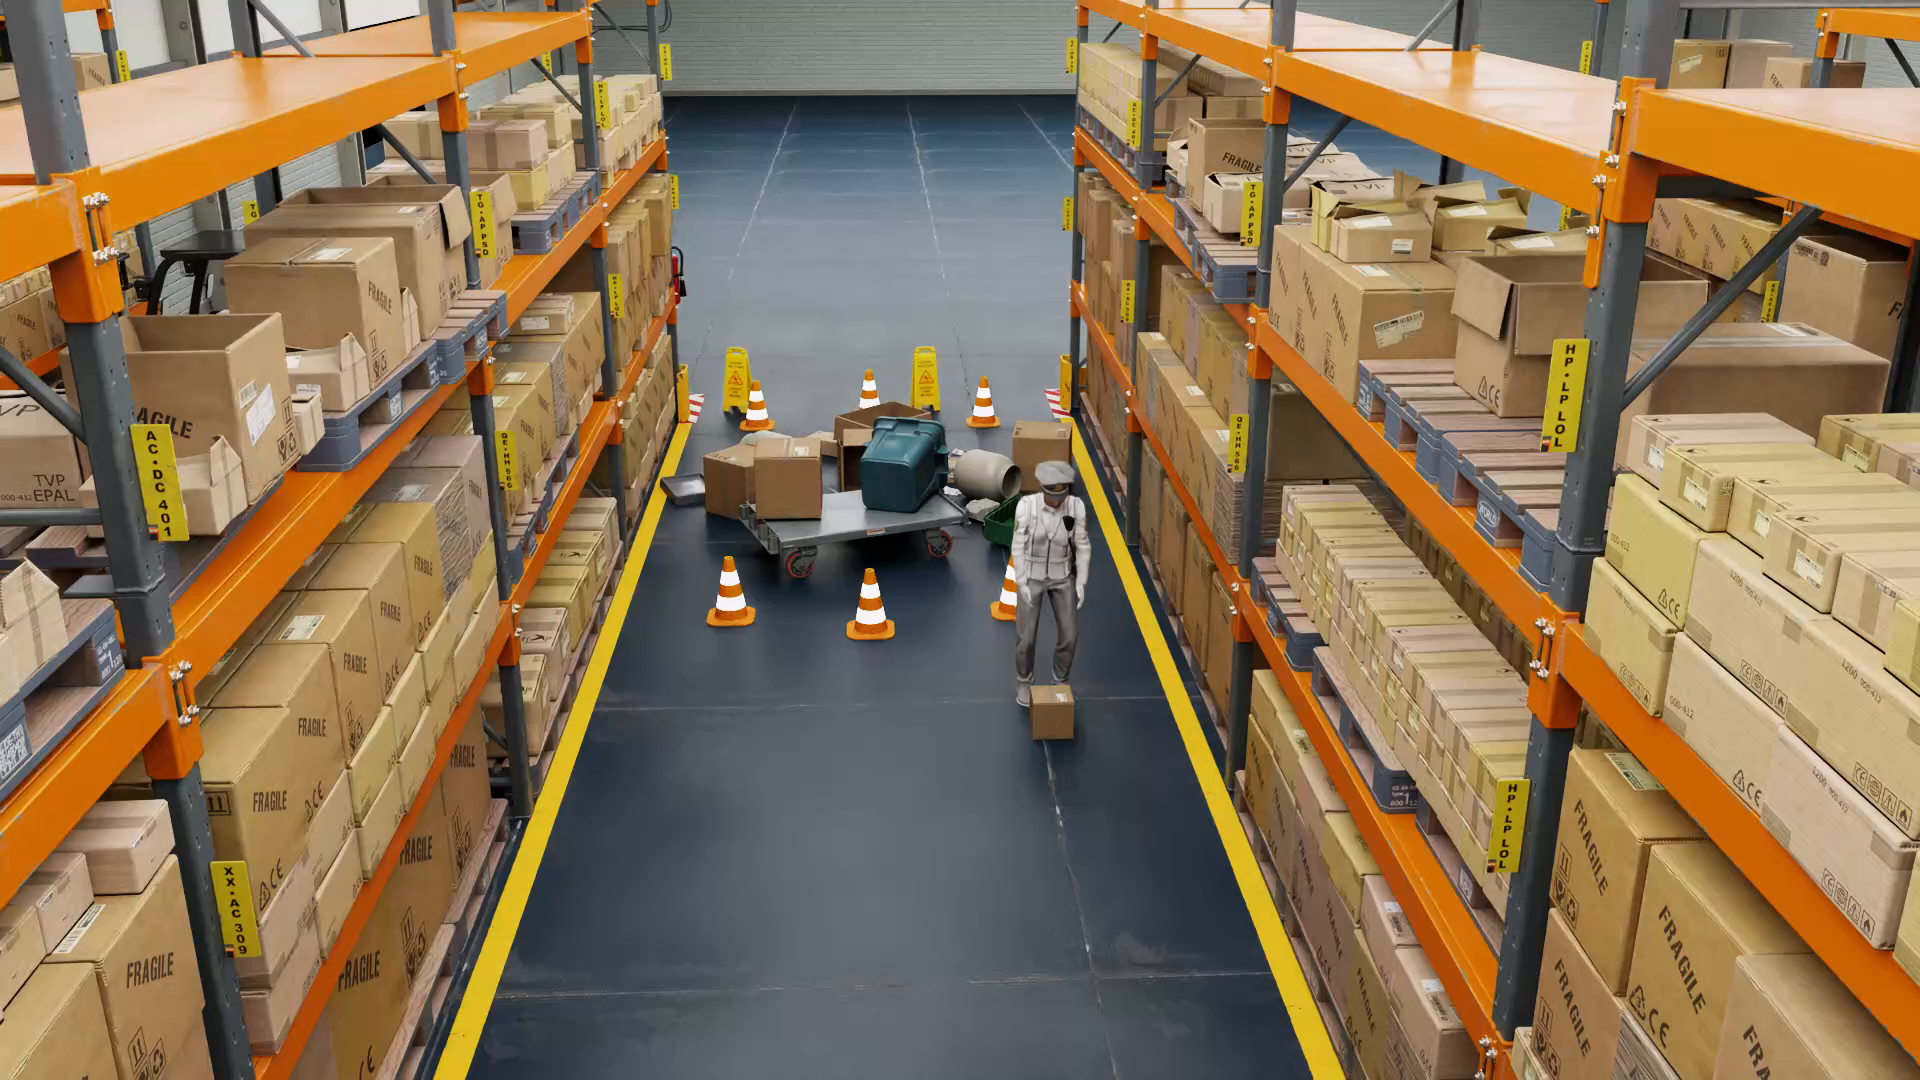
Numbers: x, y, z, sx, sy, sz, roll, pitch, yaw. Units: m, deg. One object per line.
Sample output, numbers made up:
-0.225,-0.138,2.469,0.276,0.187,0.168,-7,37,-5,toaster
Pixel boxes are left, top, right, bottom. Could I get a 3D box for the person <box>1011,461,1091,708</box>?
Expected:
0.549,0.276,10.429,0.461,1.616,0.441,-1,21,-2,person
